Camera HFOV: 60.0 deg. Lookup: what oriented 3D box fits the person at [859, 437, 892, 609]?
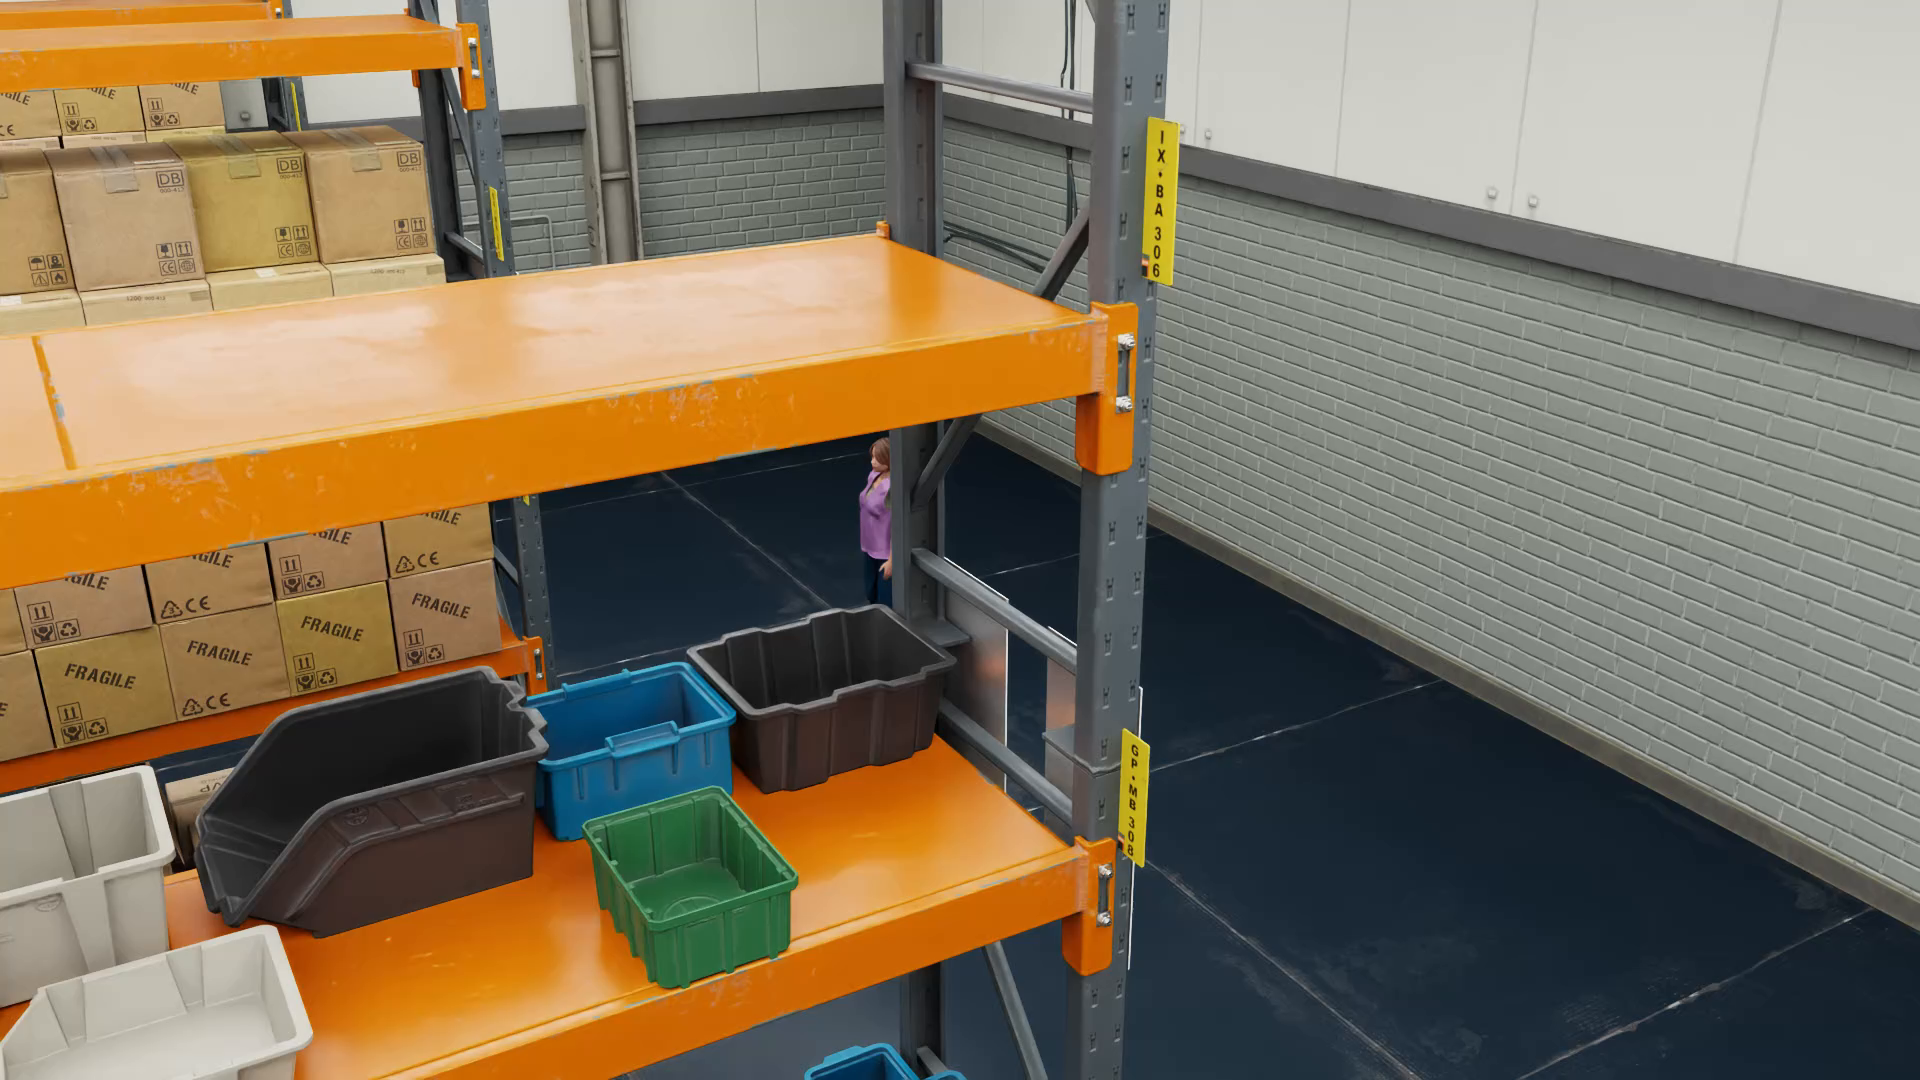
[{"bbox_3d":[-0.488,0.097,10.904,0.306,1.622,0.418,-12,25,-27],"label":"person"}]
